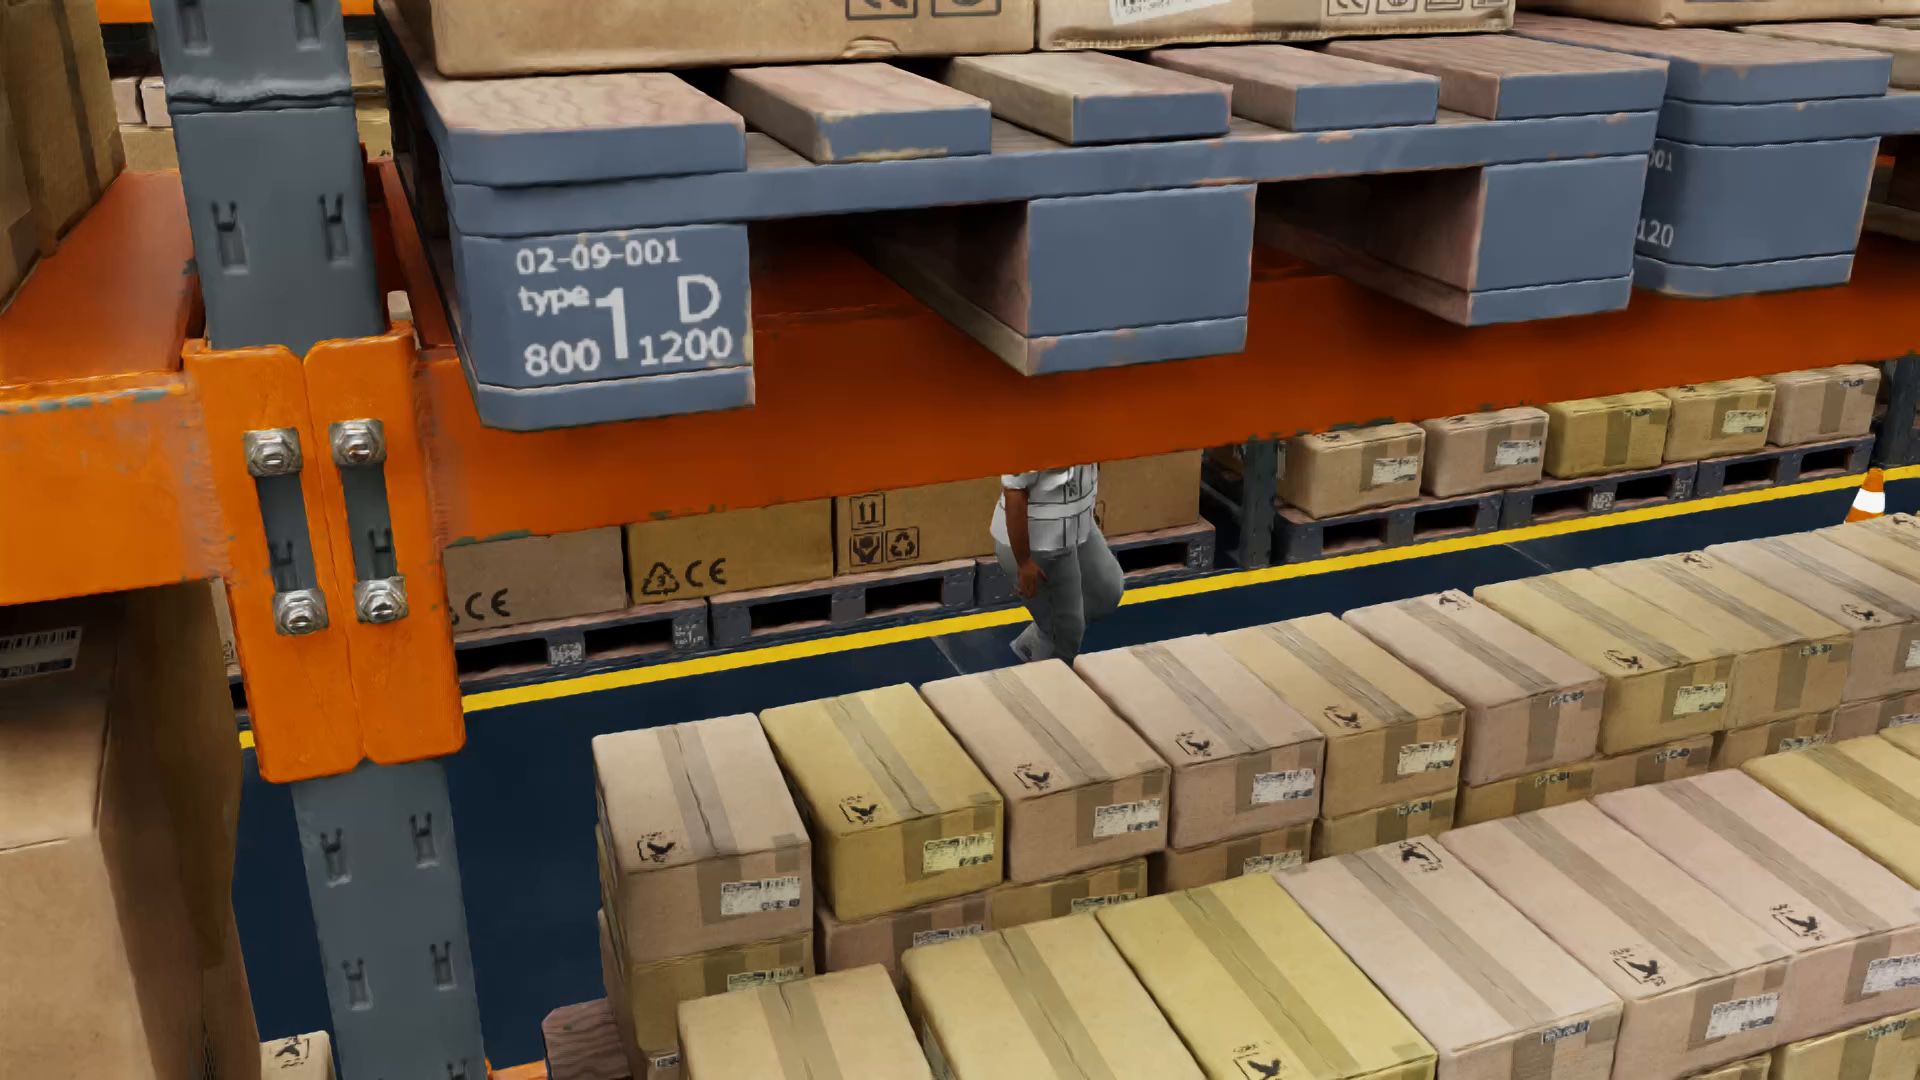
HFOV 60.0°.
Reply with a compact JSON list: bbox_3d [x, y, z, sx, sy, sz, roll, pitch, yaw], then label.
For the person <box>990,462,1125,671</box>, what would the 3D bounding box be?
[{"bbox_3d":[0.362,-0.021,6.163,0.469,1.655,0.613,5,23,13],"label":"person"}]
